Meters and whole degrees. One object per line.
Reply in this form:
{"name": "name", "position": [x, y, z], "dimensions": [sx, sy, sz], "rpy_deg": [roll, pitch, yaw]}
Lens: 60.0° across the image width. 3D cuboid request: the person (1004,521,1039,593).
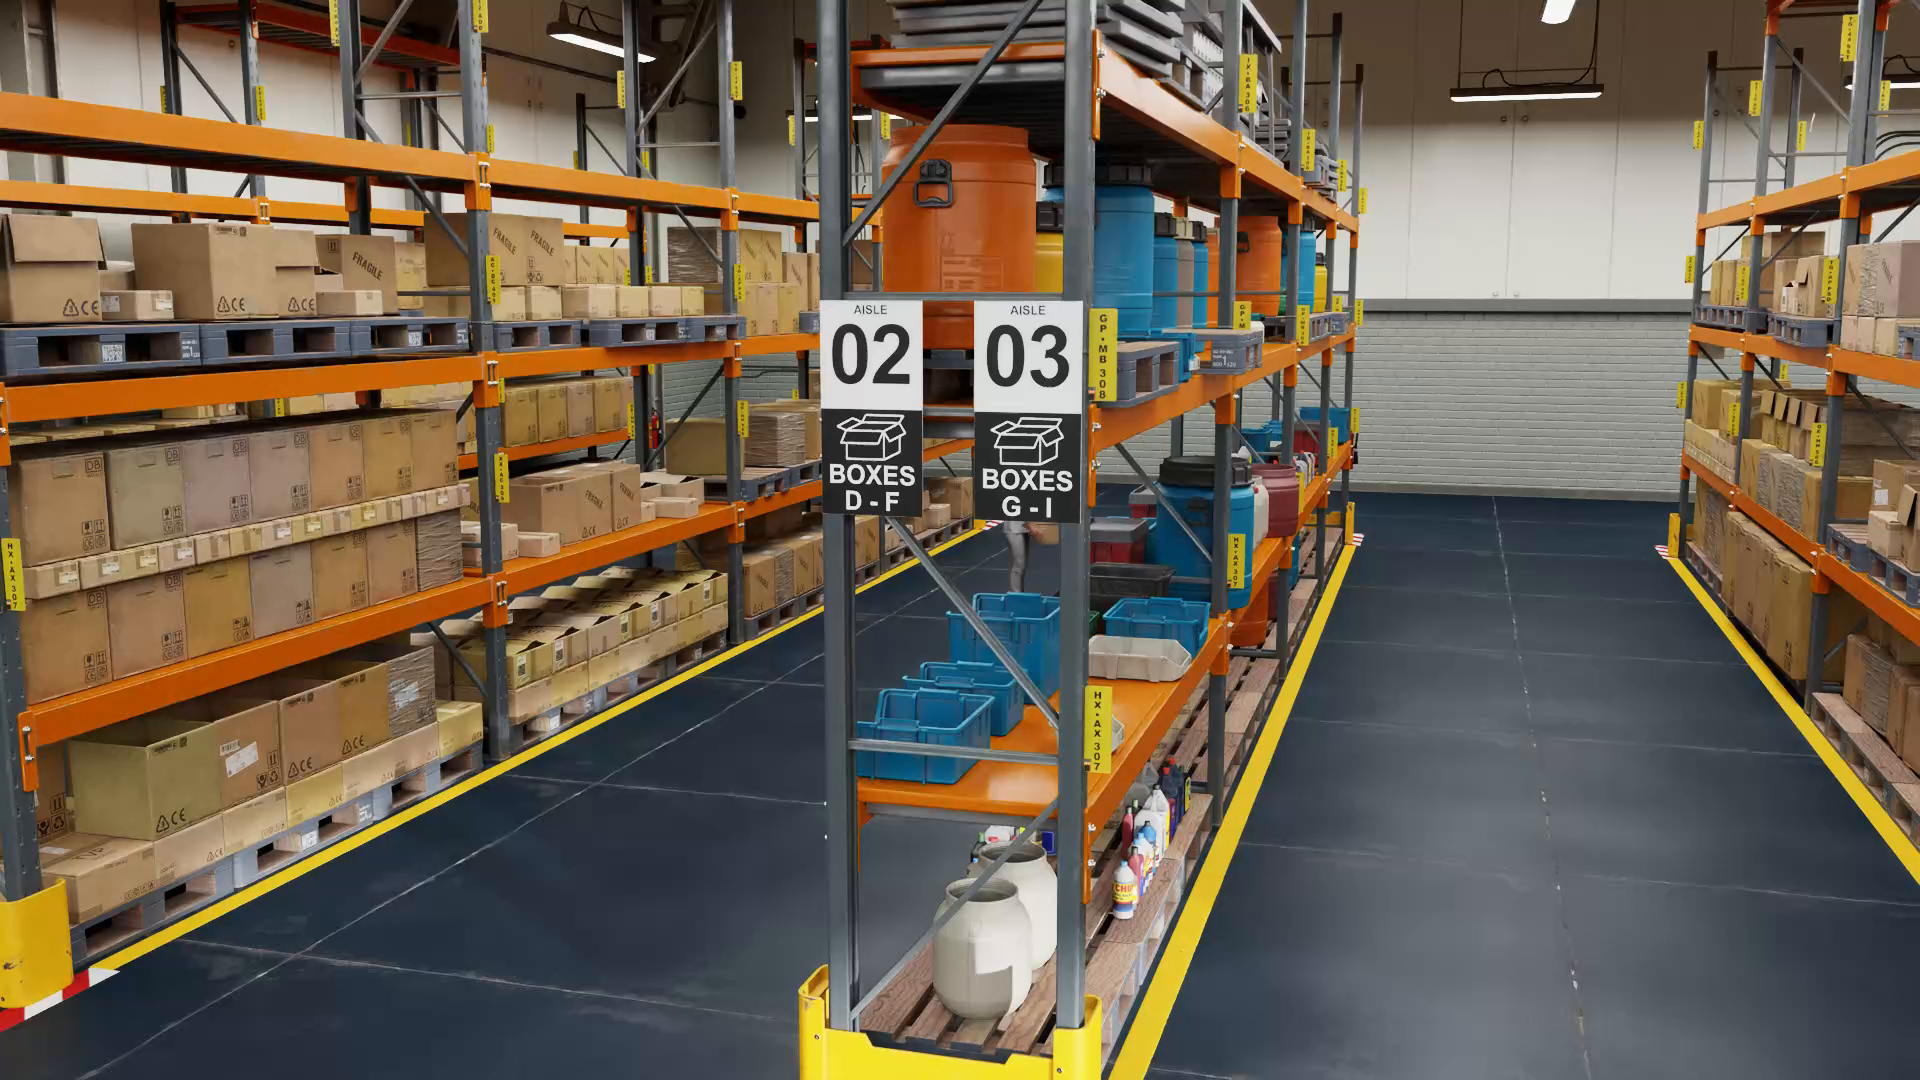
{"name": "person", "position": [0.653, -0.059, 16.786], "dimensions": [0.445, 1.586, 0.444], "rpy_deg": [4, 9, 24]}
